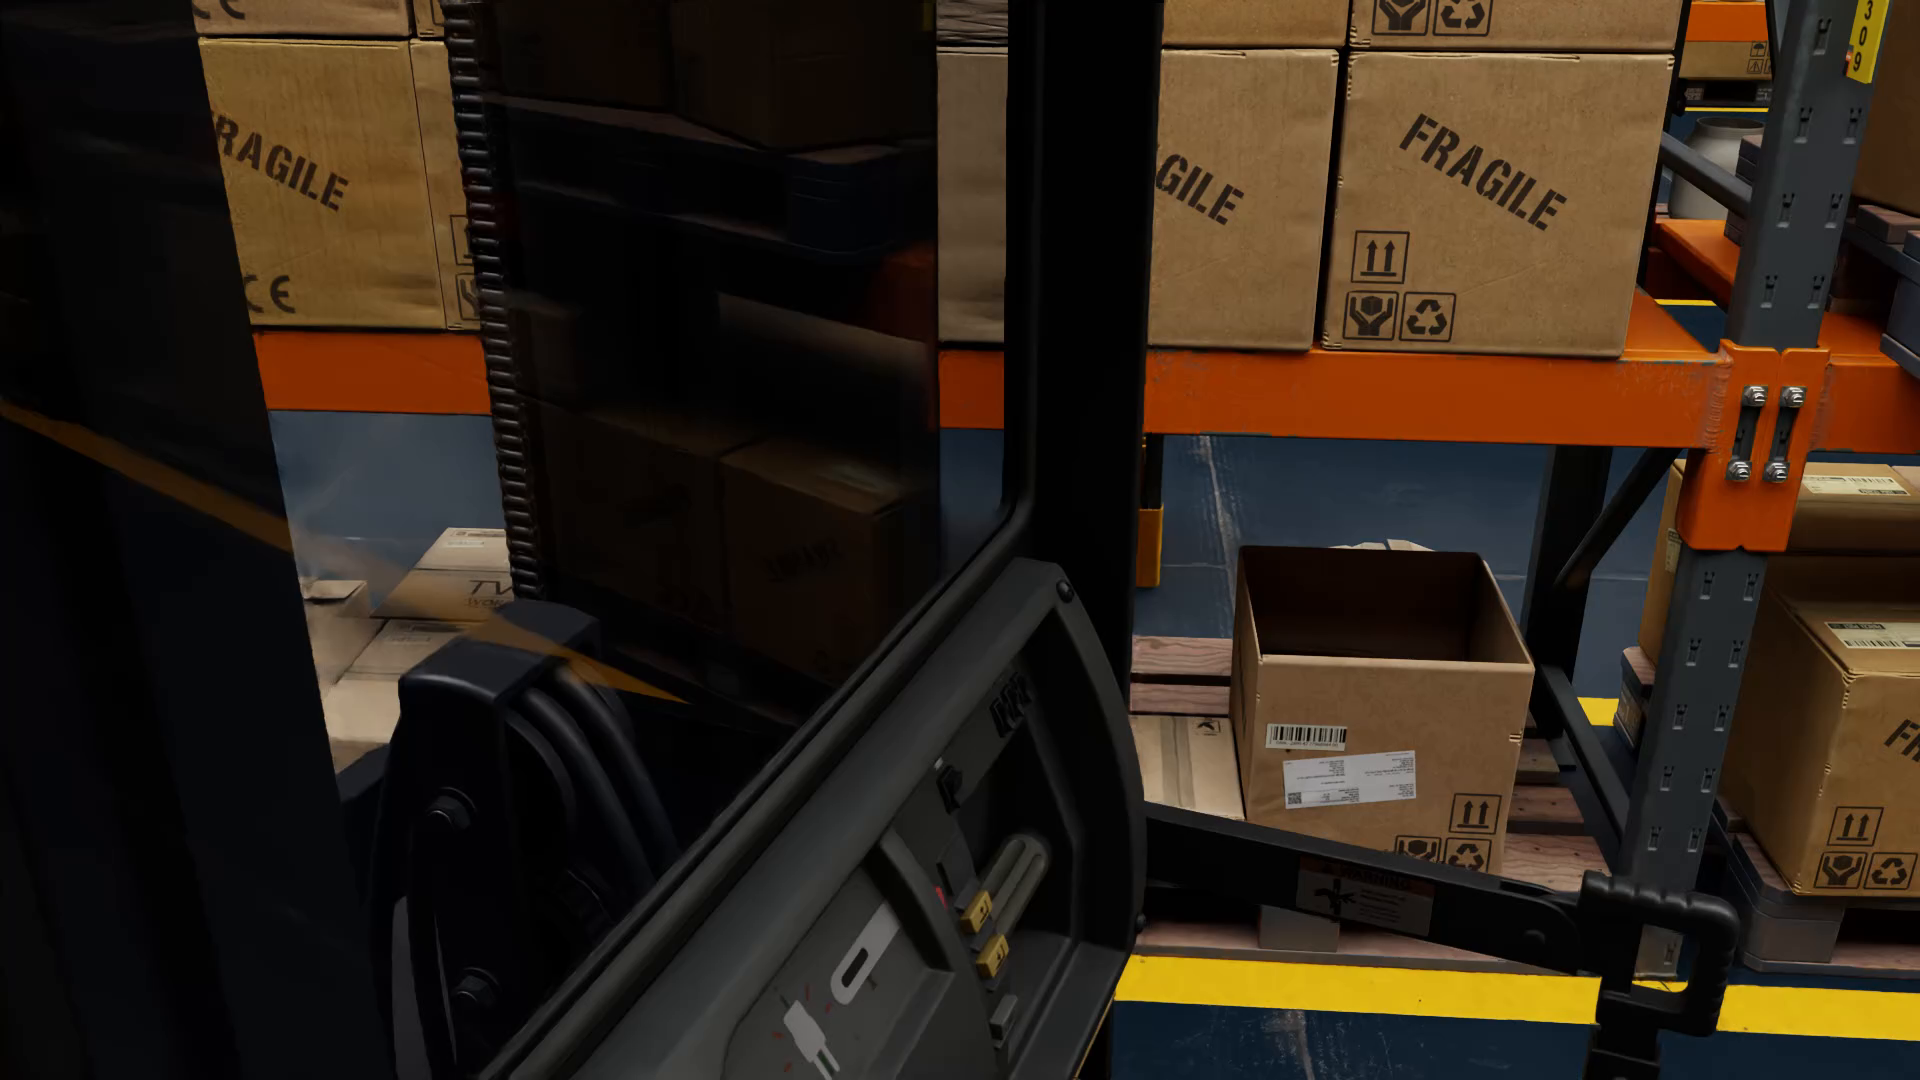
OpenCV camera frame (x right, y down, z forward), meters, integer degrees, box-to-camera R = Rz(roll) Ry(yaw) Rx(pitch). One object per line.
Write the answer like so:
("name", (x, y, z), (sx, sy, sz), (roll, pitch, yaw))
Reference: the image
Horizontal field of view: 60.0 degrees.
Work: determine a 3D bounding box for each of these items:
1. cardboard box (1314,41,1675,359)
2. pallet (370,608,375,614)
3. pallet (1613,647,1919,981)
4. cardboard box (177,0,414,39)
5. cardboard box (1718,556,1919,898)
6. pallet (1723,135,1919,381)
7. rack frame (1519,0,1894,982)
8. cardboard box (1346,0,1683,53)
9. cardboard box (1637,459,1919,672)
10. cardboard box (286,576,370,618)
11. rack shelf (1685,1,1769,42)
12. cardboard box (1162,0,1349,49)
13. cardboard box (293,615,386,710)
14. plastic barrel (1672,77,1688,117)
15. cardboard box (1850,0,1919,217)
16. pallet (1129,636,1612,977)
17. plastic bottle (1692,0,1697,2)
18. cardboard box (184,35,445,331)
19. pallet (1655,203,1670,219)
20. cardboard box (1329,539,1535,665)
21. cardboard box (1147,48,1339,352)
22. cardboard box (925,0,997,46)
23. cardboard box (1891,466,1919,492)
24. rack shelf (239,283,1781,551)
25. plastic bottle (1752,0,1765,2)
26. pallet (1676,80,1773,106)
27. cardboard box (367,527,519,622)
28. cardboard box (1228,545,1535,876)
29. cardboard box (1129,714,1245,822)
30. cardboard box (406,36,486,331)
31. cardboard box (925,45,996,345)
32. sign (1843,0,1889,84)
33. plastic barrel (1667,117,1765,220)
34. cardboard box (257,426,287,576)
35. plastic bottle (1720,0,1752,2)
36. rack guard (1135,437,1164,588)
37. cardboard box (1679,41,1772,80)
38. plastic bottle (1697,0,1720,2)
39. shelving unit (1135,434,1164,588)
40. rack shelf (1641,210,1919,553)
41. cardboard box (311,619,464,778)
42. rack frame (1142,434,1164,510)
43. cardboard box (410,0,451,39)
("cardboard box", (0.891, -0.643, 2.940), (0.500, 0.500, 0.500), (2, 25, 5))
("pallet", (-1.709, 0.478, 3.960), (1.213, 0.211, 1.003), (2, 25, 4))
("pallet", (2.223, 0.588, 3.719), (1.213, 0.211, 1.003), (2, 25, 4))
("cardboard box", (-1.137, -1.161, 2.868), (0.500, 0.500, 0.500), (2, 25, 5))
("cardboard box", (1.872, 0.364, 3.335), (0.500, 0.500, 0.500), (1, 25, 2))
("pallet", (2.197, -0.531, 3.044), (1.213, 0.211, 1.003), (2, 25, 4))
("rack frame", (1.409, -0.689, 3.158), (0.127, 3.000, 1.000), (2, 25, 4))
("cardboard box", (0.885, -1.097, 2.729), (0.500, 0.500, 0.500), (2, 25, 4))
("cardboard box", (1.923, 0.143, 3.814), (0.500, 0.500, 0.500), (2, 25, 4))
("cardboard box", (-1.622, 0.236, 4.013), (0.250, 0.166, 0.380), (2, 25, 4))
("rack shelf", (3.786, -2.362, 7.656), (4.000, 0.370, 1.077), (2, 25, 4))
("cardboard box", (0.374, -1.112, 2.762), (0.500, 0.500, 0.500), (1, 25, 3))
("cardboard box", (-1.561, 0.384, 3.590), (0.500, 0.250, 0.500), (2, 25, 4))
("plastic barrel", (3.039, -1.944, 7.893), (0.708, 0.901, 0.600), (2, 25, 4))
("cardboard box", (1.864, -0.817, 2.814), (0.500, 0.500, 0.700), (-6, 25, -14))
("pallet", (0.724, 0.556, 3.790), (1.213, 0.211, 1.003), (2, 25, 4))
("plastic bottle", (3.147, -2.494, 7.229), (0.135, 0.276, 0.152), (2, 25, 4))
("cardboard box", (-1.142, -0.707, 3.077), (0.500, 0.500, 0.500), (2, 25, 4))
("pallet", (3.778, -1.406, 8.054), (1.213, 0.211, 1.003), (2, 25, 4))
("cardboard box", (1.007, 0.229, 3.854), (0.500, 0.311, 0.500), (2, 25, 4))
("cardboard box", (0.377, -0.659, 2.975), (0.500, 0.500, 0.500), (3, 25, 5))
("cardboard box", (-0.129, -1.128, 2.798), (0.500, 0.500, 0.500), (2, 25, 4))
("cardboard box", (2.415, 0.163, 3.772), (0.500, 0.500, 0.500), (2, 25, 4))
("rack shelf", (-0.585, -0.426, 3.448), (4.000, 0.370, 1.077), (2, 25, 4))
("plastic bottle", (3.492, -2.469, 7.181), (0.097, 0.271, 0.097), (0, 25, 0))
("pallet", (5.379, -3.479, 12.559), (1.213, 0.211, 1.003), (2, 25, 4))
("cardboard box", (-1.074, 0.190, 4.012), (0.500, 0.250, 0.500), (2, 25, 4))
("cardboard box", (0.819, 0.347, 3.372), (0.500, 0.500, 0.500), (2, 25, 4))
("cardboard box", (0.440, 0.519, 3.417), (0.250, 0.149, 0.380), (2, 25, 4))
("cardboard box", (-0.644, -0.690, 3.041), (0.500, 0.500, 0.500), (2, 25, 5))
("cardboard box", (-0.136, -0.675, 3.008), (0.500, 0.500, 0.500), (2, 25, 5))
("sign", (1.375, -0.856, 2.485), (0.005, 0.325, 0.100), (2, 25, 4))
("plastic barrel", (3.595, -1.711, 7.854), (0.421, 0.512, 0.421), (0, 25, 0))
("cardboard box", (-2.018, 0.034, 4.053), (0.500, 0.500, 0.500), (2, 25, 4))
("plastic bottle", (3.379, -2.486, 7.213), (0.135, 0.276, 0.152), (2, 25, 4))
("rack guard", (0.573, -0.095, 5.158), (0.087, 0.250, 0.587), (2, 25, 4))
("cardboard box", (5.473, -3.946, 12.276), (0.875, 0.875, 1.225), (1, 25, 2))
("plastic bottle", (3.261, -2.445, 7.212), (0.097, 0.201, 0.097), (0, 25, 0))
("shelving unit", (0.076, -0.679, 4.931), (1.083, 1.500, 0.587), (2, 25, 4))
("rack shelf", (3.403, -0.298, 3.170), (4.000, 0.370, 1.077), (2, 25, 4))
("cardboard box", (-1.062, 0.400, 3.555), (0.500, 0.250, 0.500), (2, 25, 4))
("rack frame", (0.592, -0.662, 4.895), (0.032, 1.500, 0.500), (2, 25, 4))
("cardboard box", (-0.630, -1.145, 2.834), (0.500, 0.500, 0.500), (2, 25, 4))
